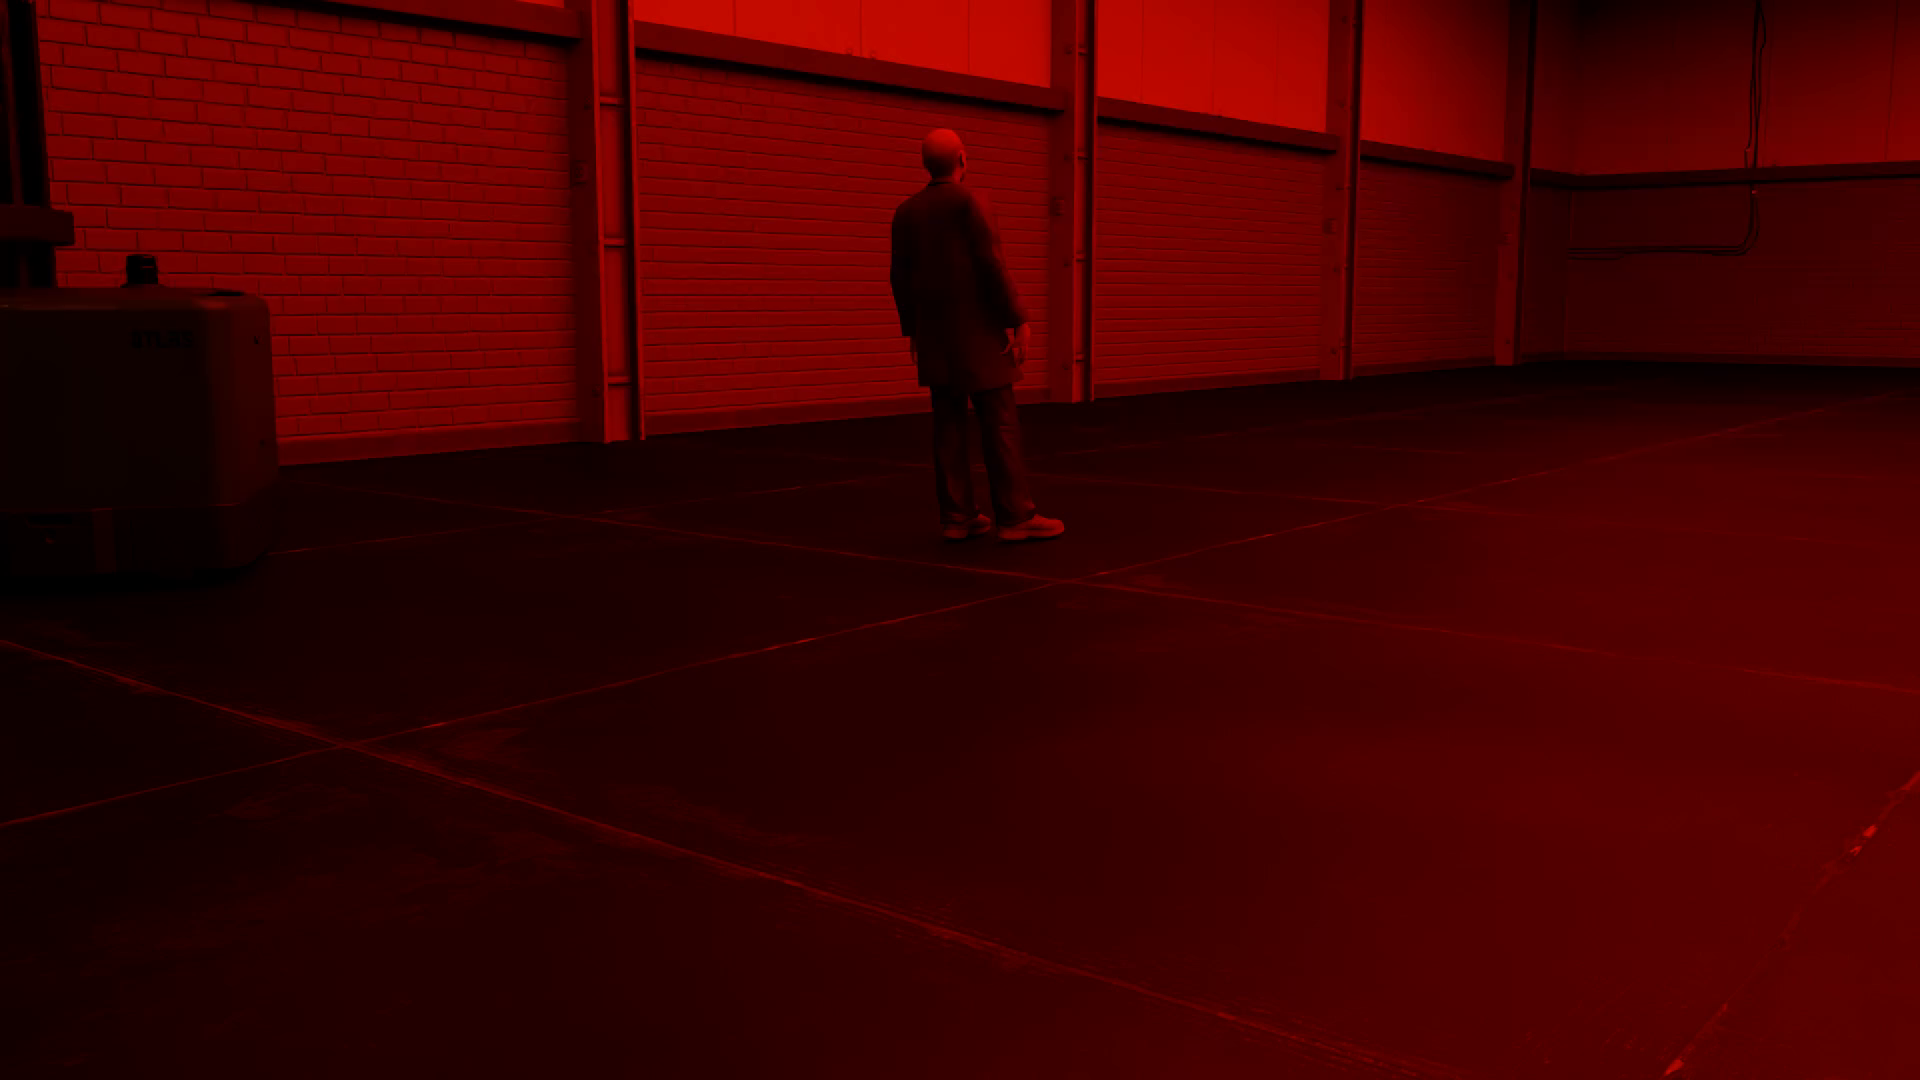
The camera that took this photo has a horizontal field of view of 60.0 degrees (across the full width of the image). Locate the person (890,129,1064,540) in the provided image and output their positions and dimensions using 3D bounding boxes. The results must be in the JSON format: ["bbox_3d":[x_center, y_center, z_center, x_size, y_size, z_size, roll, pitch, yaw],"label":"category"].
[{"bbox_3d":[0.061,-0.897,7.342,0.696,1.776,0.582,7,11,38],"label":"person"}]

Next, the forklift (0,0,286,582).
[{"bbox_3d":[-4.259,-1.298,6.151,3.031,2.935,1.130,-2,9,-13],"label":"forklift"}]
